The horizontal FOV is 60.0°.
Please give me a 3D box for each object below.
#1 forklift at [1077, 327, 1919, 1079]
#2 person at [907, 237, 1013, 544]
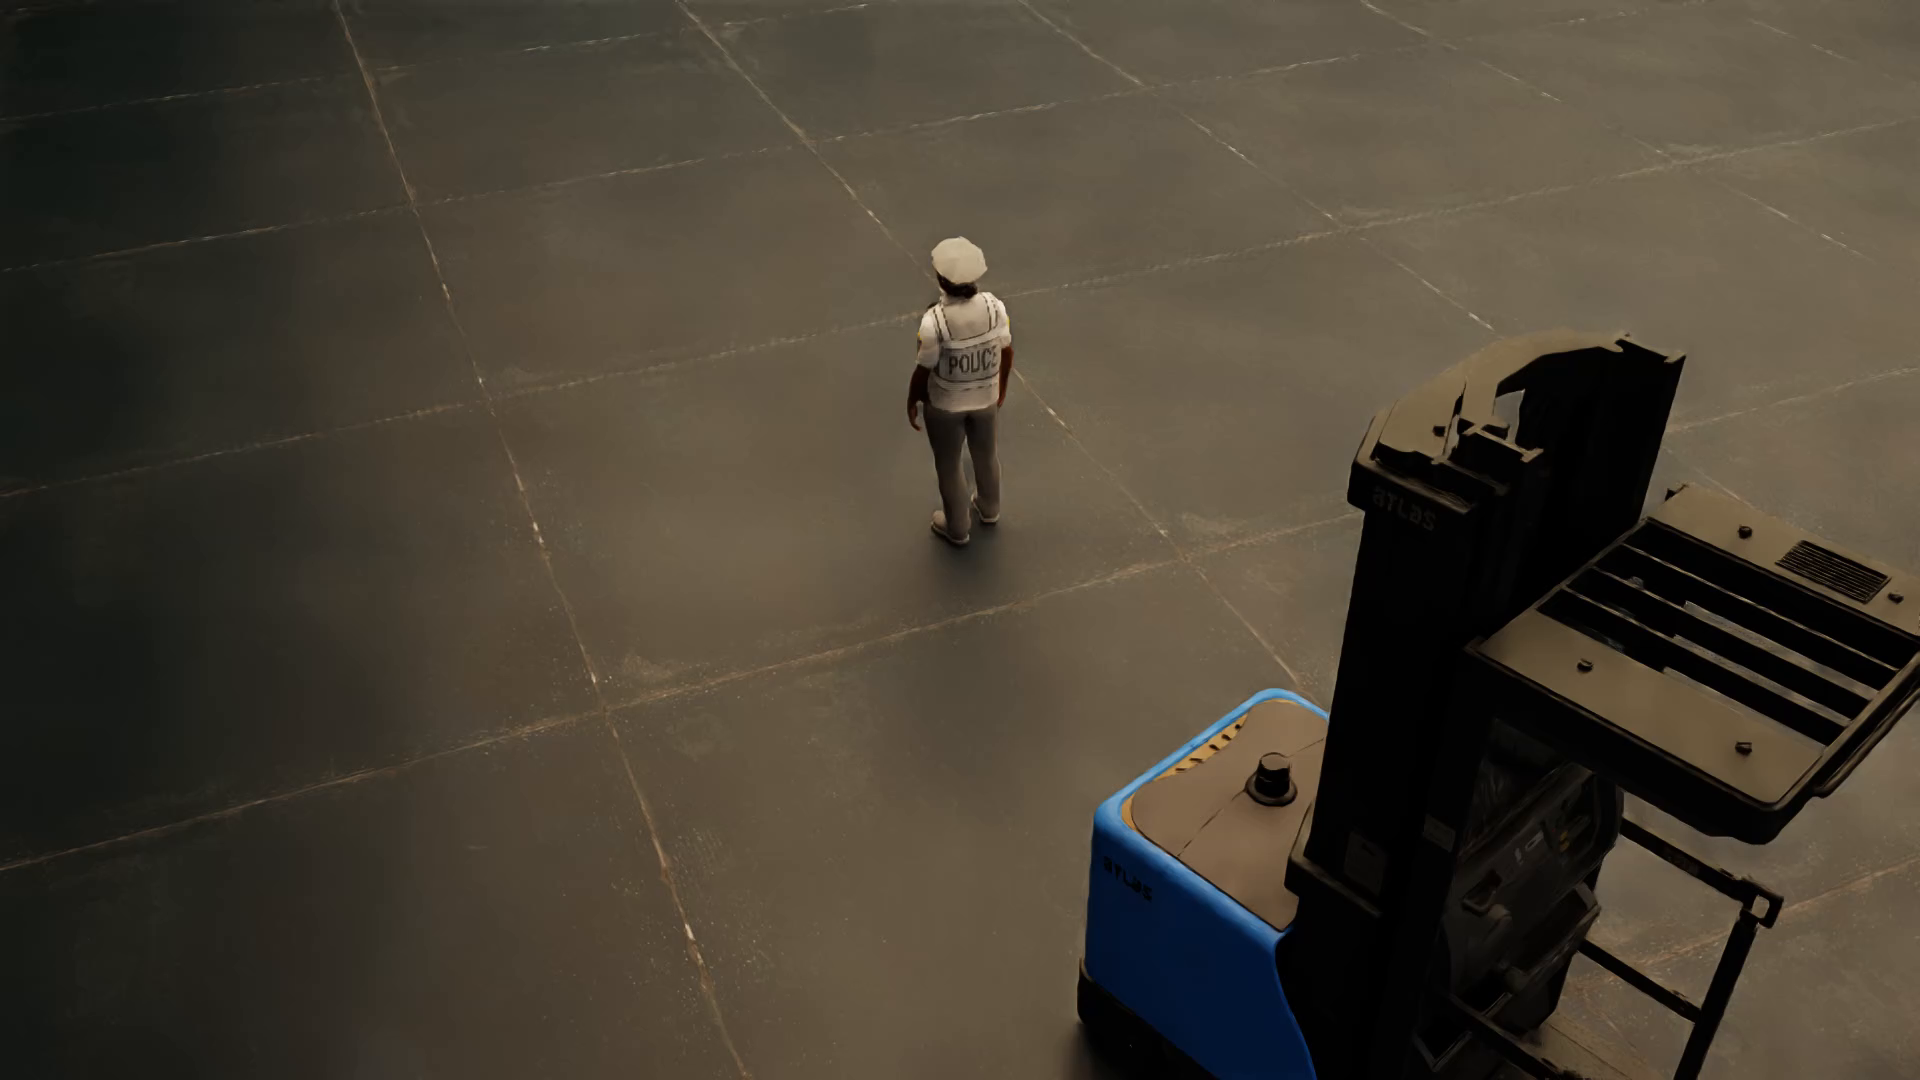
[{"bbox_3d":[1.802,1.010,4.679,1.130,2.935,3.031,-28,44,-34],"label":"forklift"},{"bbox_3d":[-0.011,-0.741,8.195,0.570,1.695,0.529,-14,38,-19],"label":"person"}]
